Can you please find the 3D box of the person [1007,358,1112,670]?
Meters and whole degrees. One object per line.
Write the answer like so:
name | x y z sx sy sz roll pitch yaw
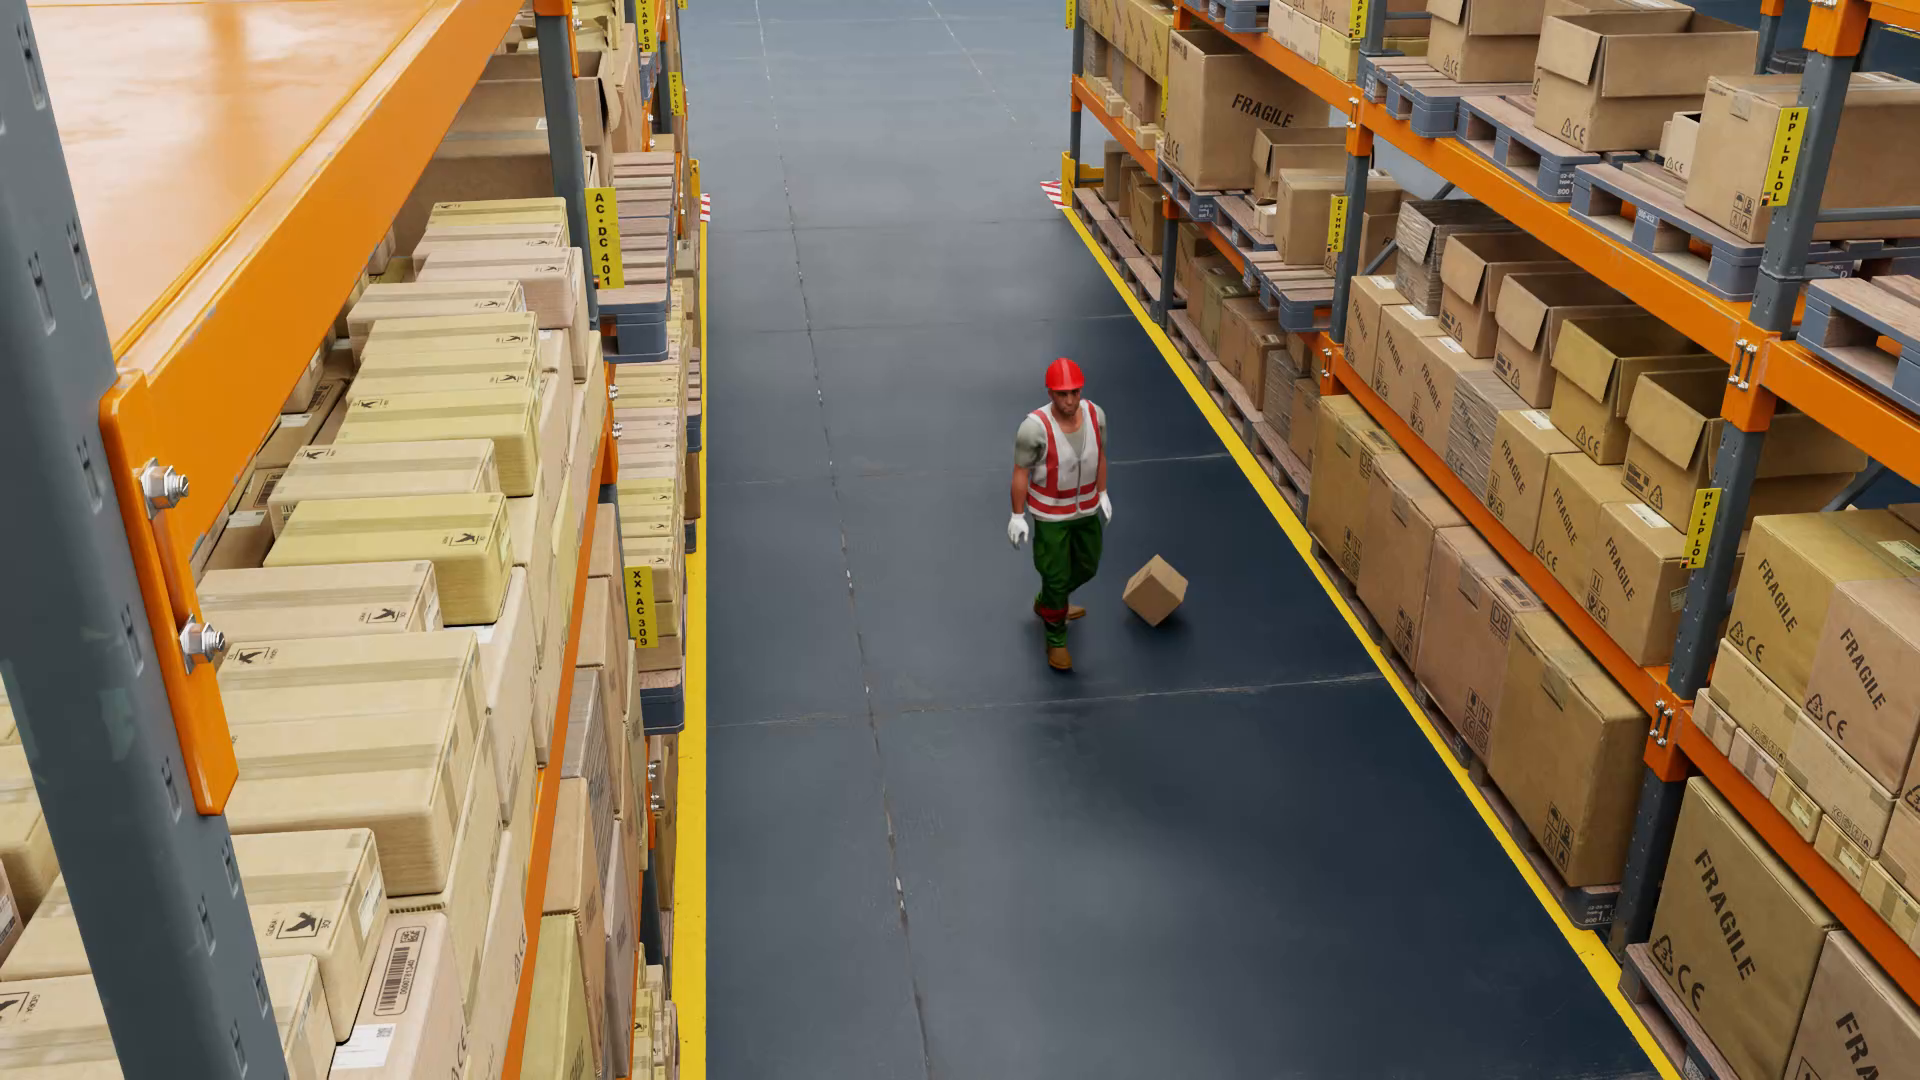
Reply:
person | 0.516 -0.186 8.962 0.612 1.781 0.577 -14 30 -26
